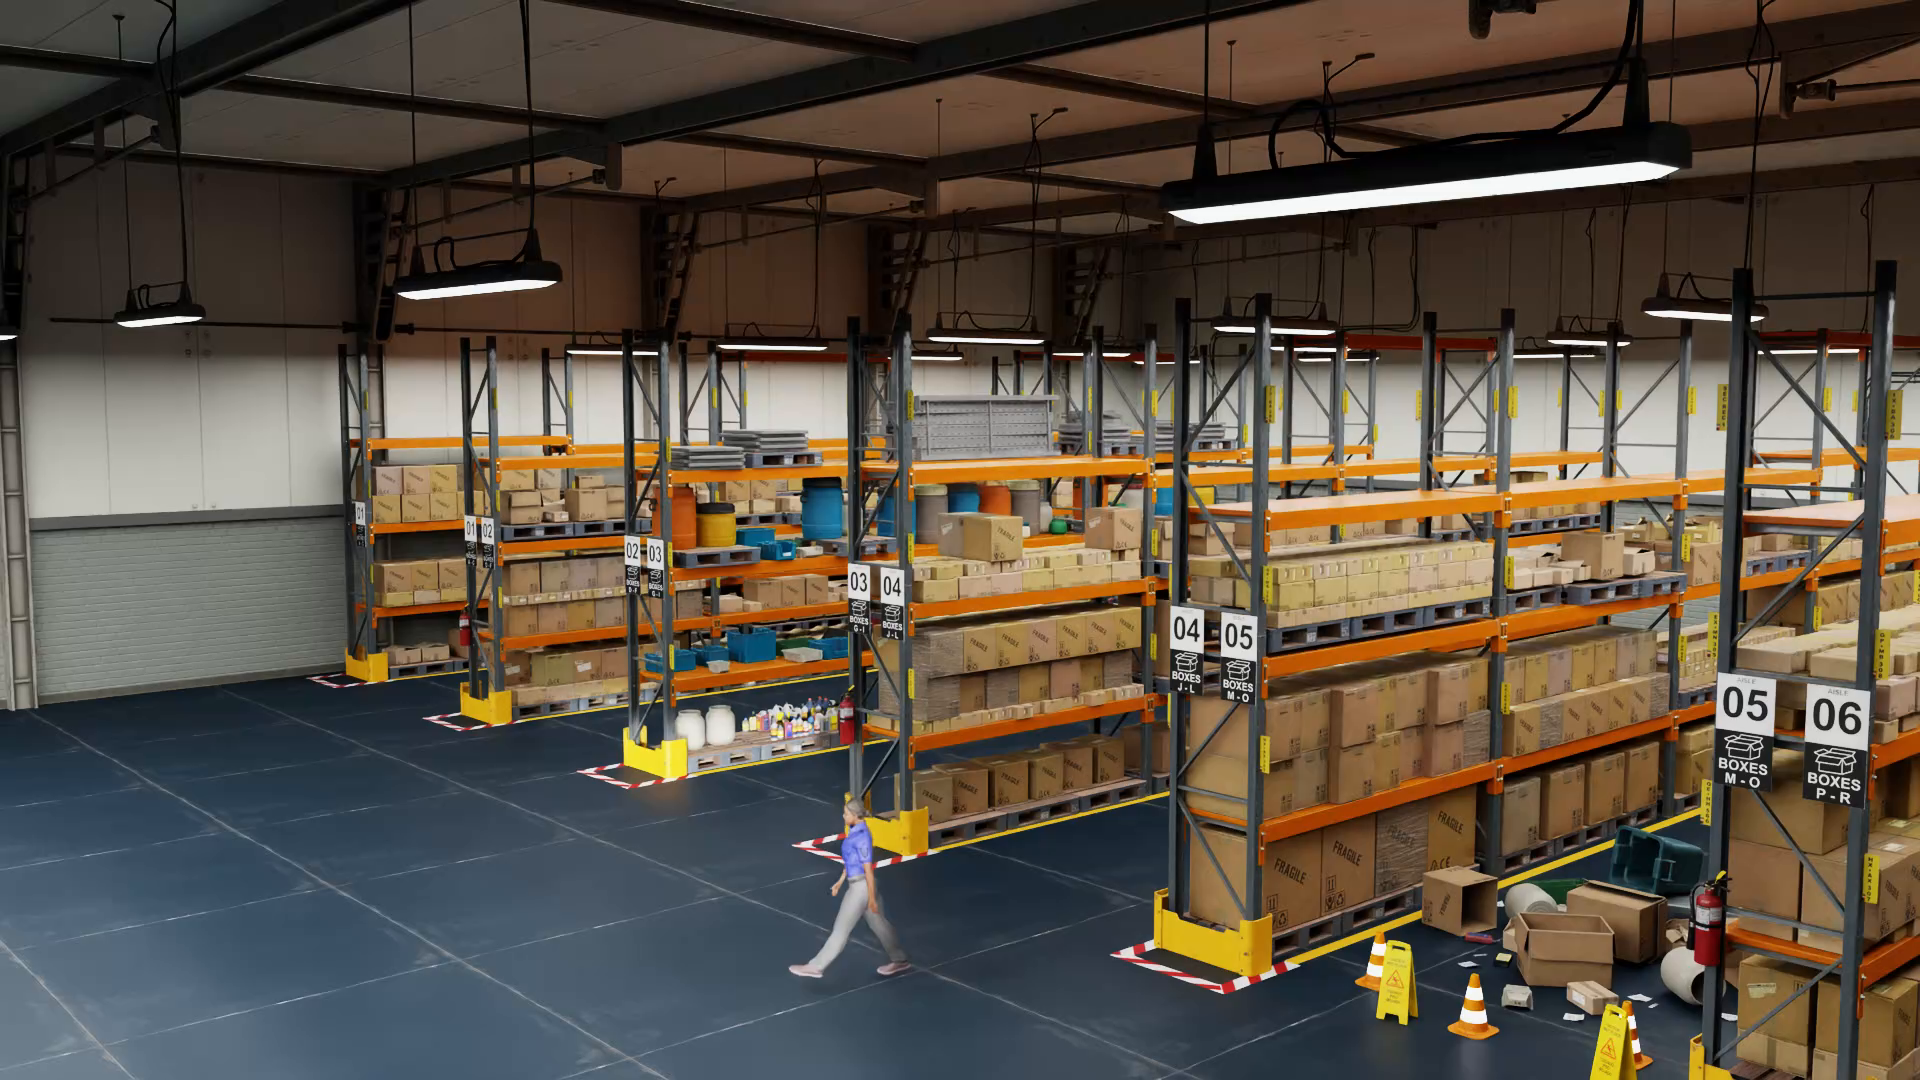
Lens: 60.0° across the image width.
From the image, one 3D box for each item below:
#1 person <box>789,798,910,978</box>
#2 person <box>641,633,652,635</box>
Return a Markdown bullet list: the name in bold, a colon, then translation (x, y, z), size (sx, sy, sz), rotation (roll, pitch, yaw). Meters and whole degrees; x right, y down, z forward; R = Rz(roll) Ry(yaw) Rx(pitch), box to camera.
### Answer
- **person**: translation (-0.964, 3.051, 14.595), size (1.045, 1.583, 0.474), rotation (0, 5, 0)
- **person**: translation (-5.746, 1.578, 30.189), size (0.541, 1.758, 0.598), rotation (-3, 6, -33)
